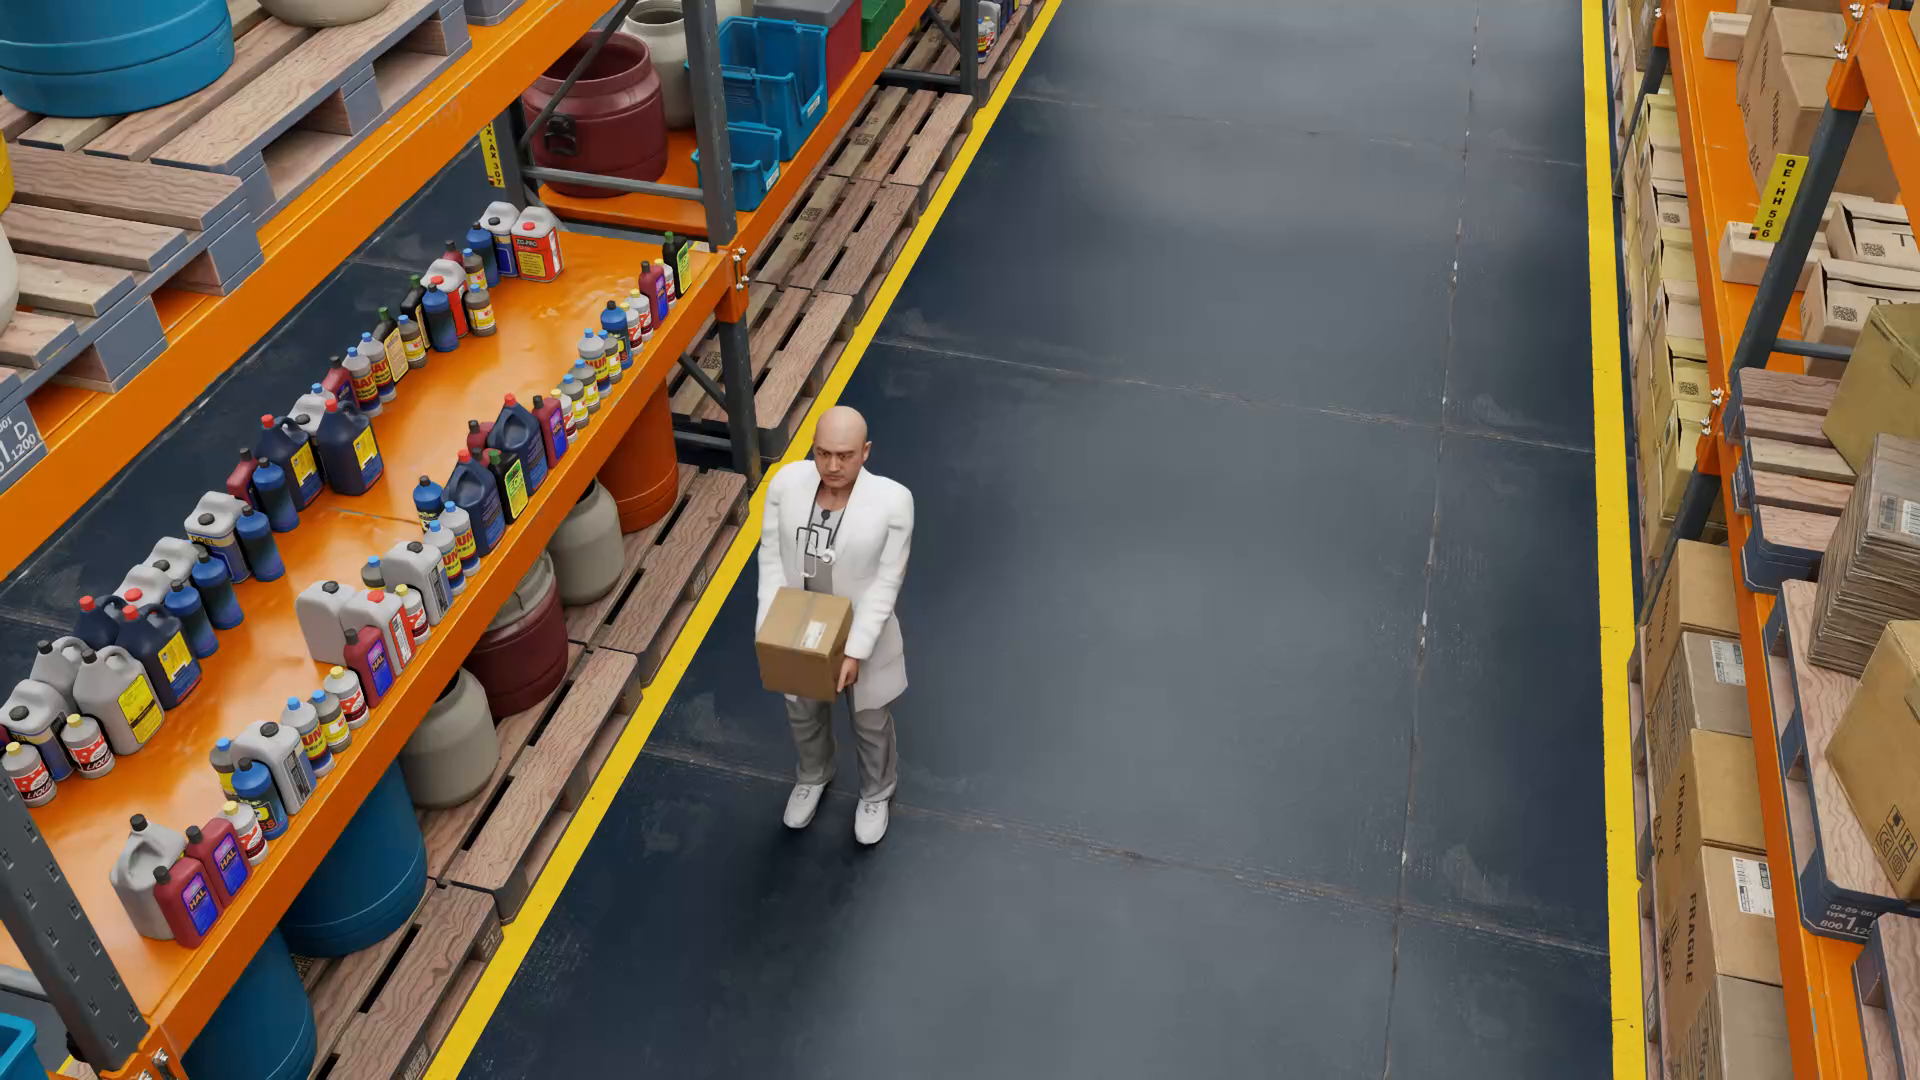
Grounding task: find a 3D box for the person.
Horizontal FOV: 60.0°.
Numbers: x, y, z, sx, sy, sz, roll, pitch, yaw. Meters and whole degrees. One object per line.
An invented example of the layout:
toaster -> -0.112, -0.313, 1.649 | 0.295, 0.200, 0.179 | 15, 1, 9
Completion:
person -> -0.447, 0.371, 5.738 | 0.531, 1.769, 0.554 | 10, 41, 11
